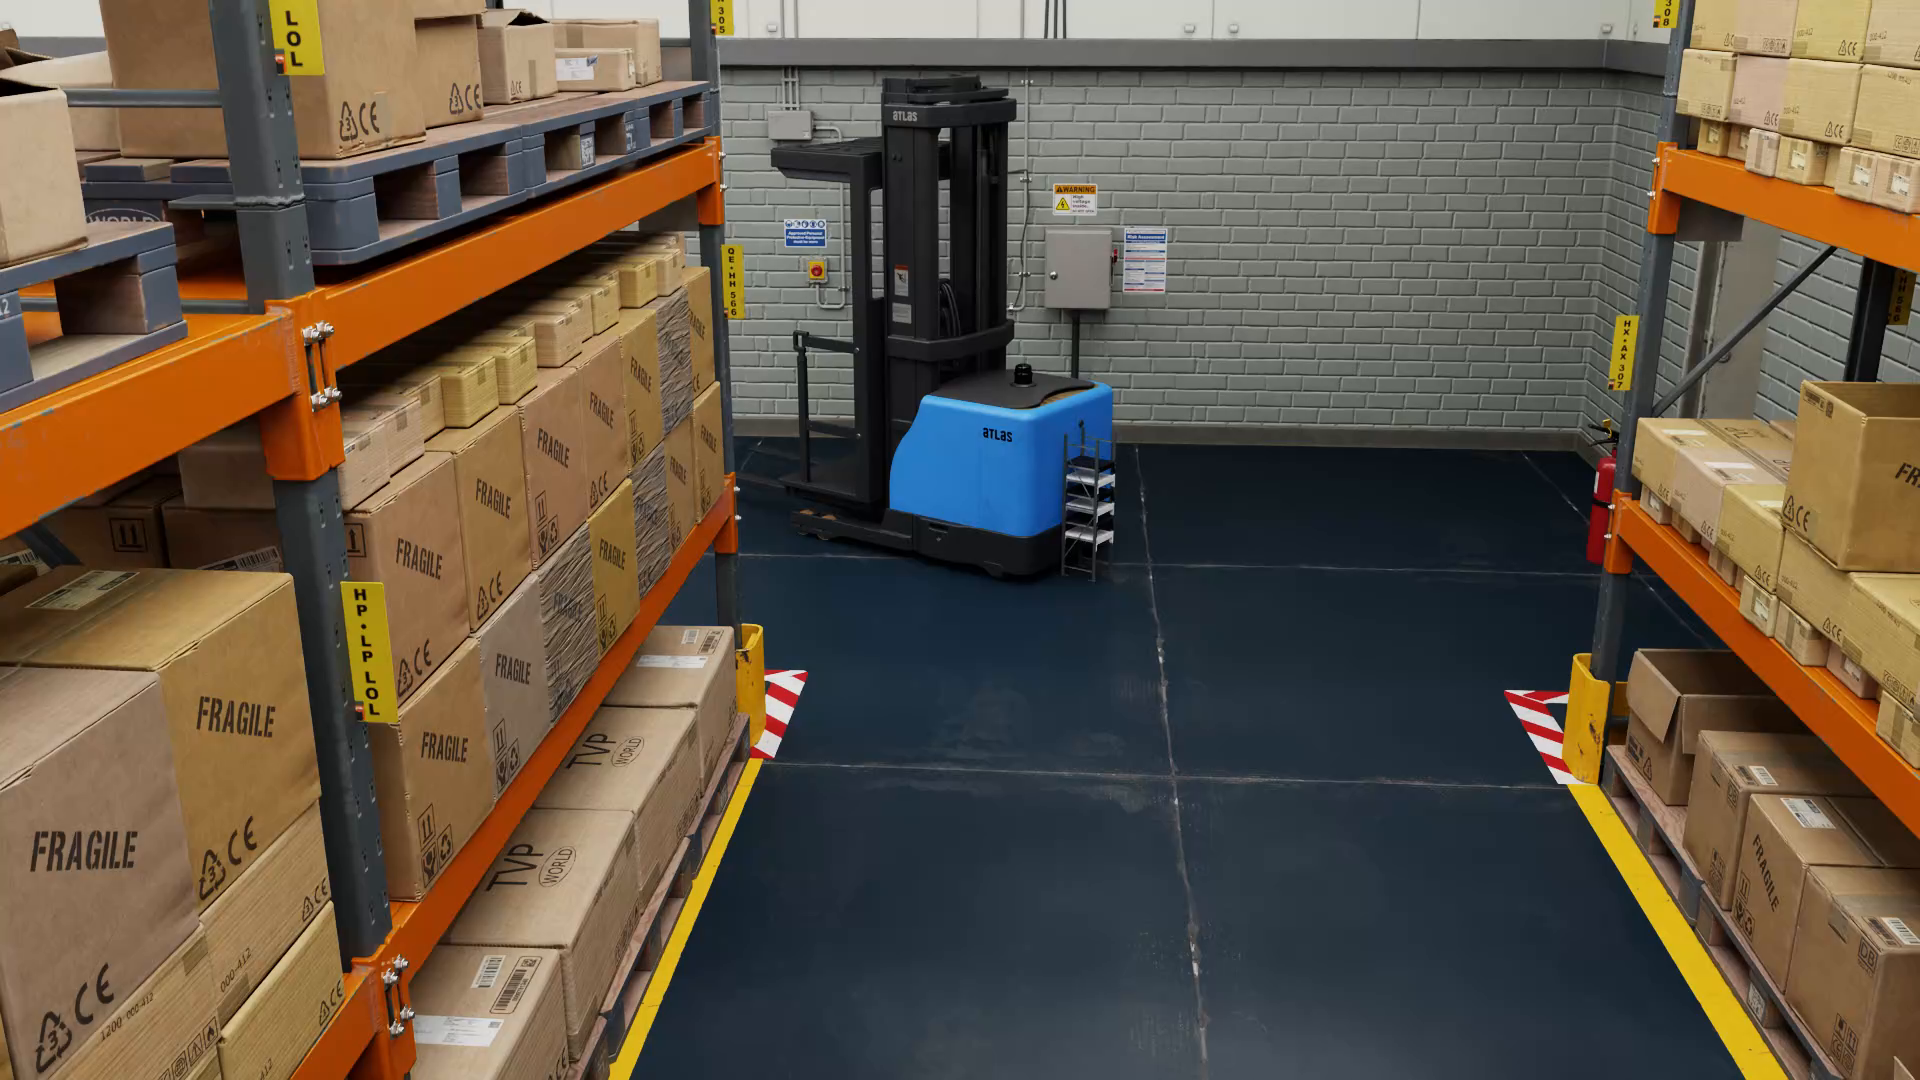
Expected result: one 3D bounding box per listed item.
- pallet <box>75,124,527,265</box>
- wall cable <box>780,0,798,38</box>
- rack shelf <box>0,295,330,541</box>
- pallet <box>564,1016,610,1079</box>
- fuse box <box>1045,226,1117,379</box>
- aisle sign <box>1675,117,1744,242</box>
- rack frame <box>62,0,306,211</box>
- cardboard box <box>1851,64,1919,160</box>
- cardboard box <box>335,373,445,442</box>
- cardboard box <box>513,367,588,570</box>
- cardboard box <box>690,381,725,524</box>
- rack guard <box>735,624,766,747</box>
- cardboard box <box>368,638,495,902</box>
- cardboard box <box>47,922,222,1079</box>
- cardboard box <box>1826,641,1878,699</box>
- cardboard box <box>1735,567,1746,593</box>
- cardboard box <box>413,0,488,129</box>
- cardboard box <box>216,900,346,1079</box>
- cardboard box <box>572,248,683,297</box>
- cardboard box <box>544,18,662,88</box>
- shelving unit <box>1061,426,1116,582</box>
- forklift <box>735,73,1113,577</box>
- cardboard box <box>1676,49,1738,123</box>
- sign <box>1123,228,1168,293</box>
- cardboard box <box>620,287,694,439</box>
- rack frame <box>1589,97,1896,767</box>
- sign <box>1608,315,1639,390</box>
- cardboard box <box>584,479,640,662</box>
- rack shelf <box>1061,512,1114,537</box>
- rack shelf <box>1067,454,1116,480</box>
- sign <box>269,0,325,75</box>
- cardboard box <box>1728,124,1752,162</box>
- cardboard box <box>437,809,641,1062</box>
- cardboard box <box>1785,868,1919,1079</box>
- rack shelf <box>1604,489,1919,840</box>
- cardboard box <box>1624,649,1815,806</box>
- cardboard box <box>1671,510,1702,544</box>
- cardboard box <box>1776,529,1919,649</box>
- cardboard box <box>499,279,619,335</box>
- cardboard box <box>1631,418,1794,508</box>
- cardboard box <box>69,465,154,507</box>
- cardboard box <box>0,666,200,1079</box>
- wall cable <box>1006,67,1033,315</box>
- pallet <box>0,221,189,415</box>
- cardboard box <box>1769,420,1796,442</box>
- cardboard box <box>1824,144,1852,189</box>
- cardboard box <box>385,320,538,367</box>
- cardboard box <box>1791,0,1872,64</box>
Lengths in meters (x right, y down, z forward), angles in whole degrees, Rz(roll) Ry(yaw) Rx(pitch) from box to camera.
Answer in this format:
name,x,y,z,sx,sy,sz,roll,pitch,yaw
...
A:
name,x,y,z,sx,sy,sz,roll,pitch,yaw
pallet,-1.762,-0.888,4.140,1.003,0.211,1.213,1,18,4
wall cable,-1.417,-5.116,12.086,0.463,3.000,0.029,1,18,4
rack shelf,-1.974,0.287,1.567,1.077,0.370,4.000,1,18,4
pallet,-1.698,1.840,4.968,1.003,0.211,1.213,1,18,4
fuse box,0.922,-1.540,12.875,0.539,1.711,0.414,1,18,4
aisle sign,3.119,-1.646,6.955,0.394,0.787,0.004,1,18,4
rack frame,-1.831,-2.101,2.884,1.000,3.000,0.127,1,18,4
cardboard box,3.024,-1.269,4.923,0.500,0.250,0.500,1,18,3
cardboard box,-1.571,-0.334,4.317,0.380,0.149,0.250,1,18,3
cardboard box,-1.464,-0.231,5.045,0.500,0.500,0.500,2,18,5
cardboard box,-1.314,-0.384,7.119,0.500,0.500,0.500,1,18,4
rack guard,-1.542,0.688,8.021,1.175,0.500,0.348,1,18,4
cardboard box,-1.536,0.562,4.229,0.500,0.500,0.500,2,18,6
cardboard box,-1.648,0.881,2.855,0.500,0.250,0.500,2,18,5
cardboard box,3.020,0.395,5.303,0.380,0.149,0.250,1,18,4
cardboard box,3.061,0.154,6.038,0.380,0.149,0.250,2,18,5
cardboard box,-1.766,-1.392,4.534,0.797,0.503,0.637,3,18,8
cardboard box,-1.611,0.966,3.399,0.500,0.250,0.500,1,18,3
cardboard box,-1.299,-1.046,6.491,0.380,0.149,0.250,1,18,3
cardboard box,-1.486,-1.952,6.652,0.500,0.250,0.500,0,18,-1
shelving unit,0.783,-0.218,10.142,0.258,0.900,0.210,12,22,33
forklift,-0.508,-1.509,10.821,3.031,2.935,1.130,13,22,34
cardboard box,3.103,-1.747,6.383,0.500,0.250,0.500,1,18,3
sign,1.429,-2.160,12.852,0.329,0.494,0.001,1,18,4
cardboard box,-1.349,-0.697,6.468,0.500,0.500,0.500,1,18,4
rack frame,3.407,-0.383,7.275,1.000,3.000,0.127,1,18,4
sign,2.866,-0.807,7.177,0.100,0.325,0.005,1,18,4
cardboard box,-1.417,0.092,5.665,0.500,0.500,0.500,2,18,6
rack shelf,0.783,-0.100,10.180,0.258,0.077,0.200,12,22,33
rack shelf,0.783,-0.442,10.068,0.258,0.077,0.200,12,22,33
sign,-1.289,-1.062,3.194,0.100,0.325,0.005,1,18,4
cardboard box,3.160,-1.513,6.310,0.380,0.149,0.250,2,18,5
cardboard box,-1.615,1.297,5.588,0.875,0.438,0.875,1,18,2
cardboard box,3.094,1.380,5.234,0.700,0.500,0.500,1,18,2
rack shelf,3.264,0.580,5.491,1.077,0.370,4.000,1,18,4
cardboard box,3.269,0.792,7.025,0.797,0.503,0.637,1,18,2
cardboard box,3.138,-0.088,6.777,0.380,0.149,0.250,2,18,5
cardboard box,3.022,0.155,5.395,0.500,0.250,0.500,1,18,2
cardboard box,-1.407,-0.810,5.770,0.380,0.149,0.250,2,18,5
cardboard box,3.106,-0.318,6.840,0.500,0.250,0.500,1,18,4
cardboard box,-2.126,-0.184,3.859,0.380,0.149,0.250,1,18,3
cardboard box,-1.642,0.532,2.715,0.500,0.500,0.500,2,18,5
wall cable,0.253,-2.699,12.712,0.588,1.984,0.122,1,18,4
pallet,-1.847,-0.299,2.508,0.805,0.209,1.217,1,18,2
cardboard box,3.639,-0.304,6.798,0.500,0.250,0.500,2,18,6
cardboard box,3.036,-1.199,5.352,0.380,0.149,0.250,1,18,3
cardboard box,-1.508,-0.571,5.041,0.380,0.149,0.250,1,18,4
cardboard box,3.047,-1.670,5.346,0.500,0.250,0.500,1,18,3
